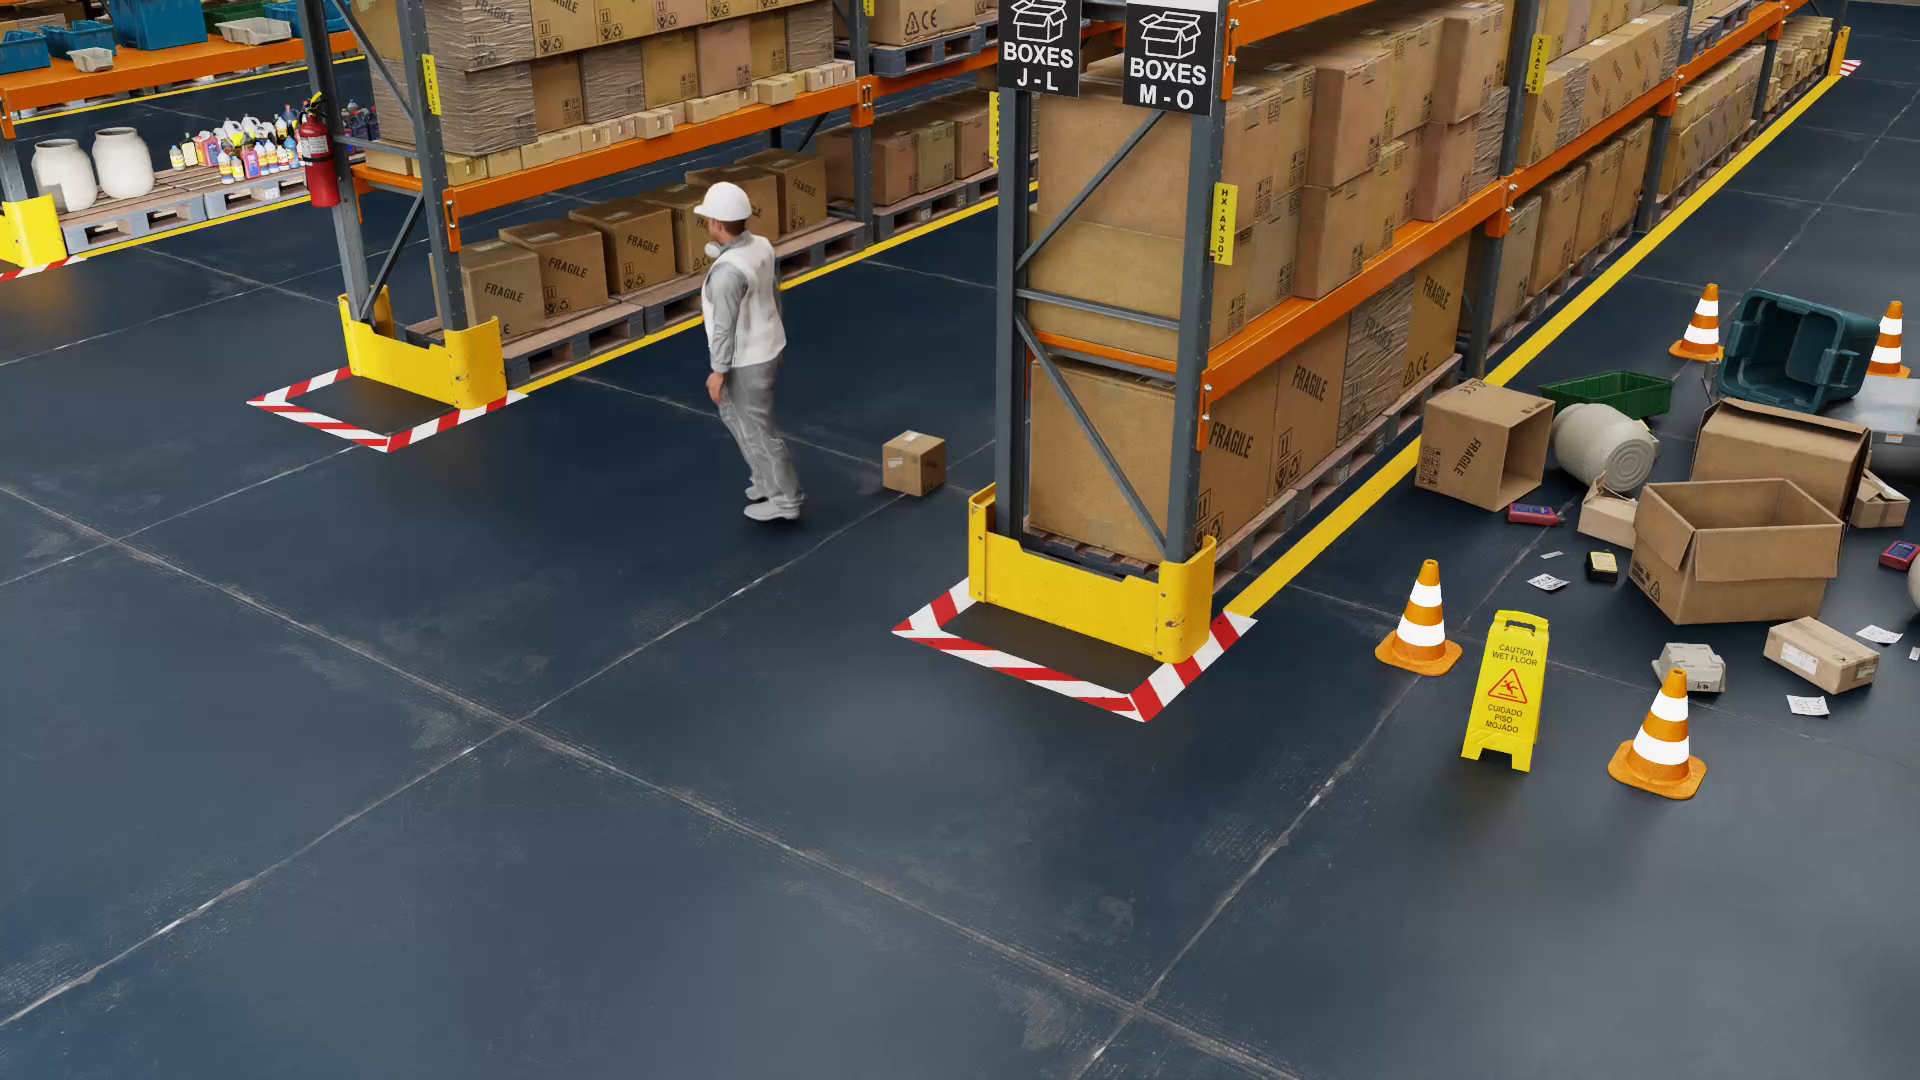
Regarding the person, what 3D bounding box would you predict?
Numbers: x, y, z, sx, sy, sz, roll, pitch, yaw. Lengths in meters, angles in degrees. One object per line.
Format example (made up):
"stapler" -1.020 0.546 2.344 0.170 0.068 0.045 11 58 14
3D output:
"person" -1.052 -0.920 8.382 0.490 1.783 0.563 4 27 8
